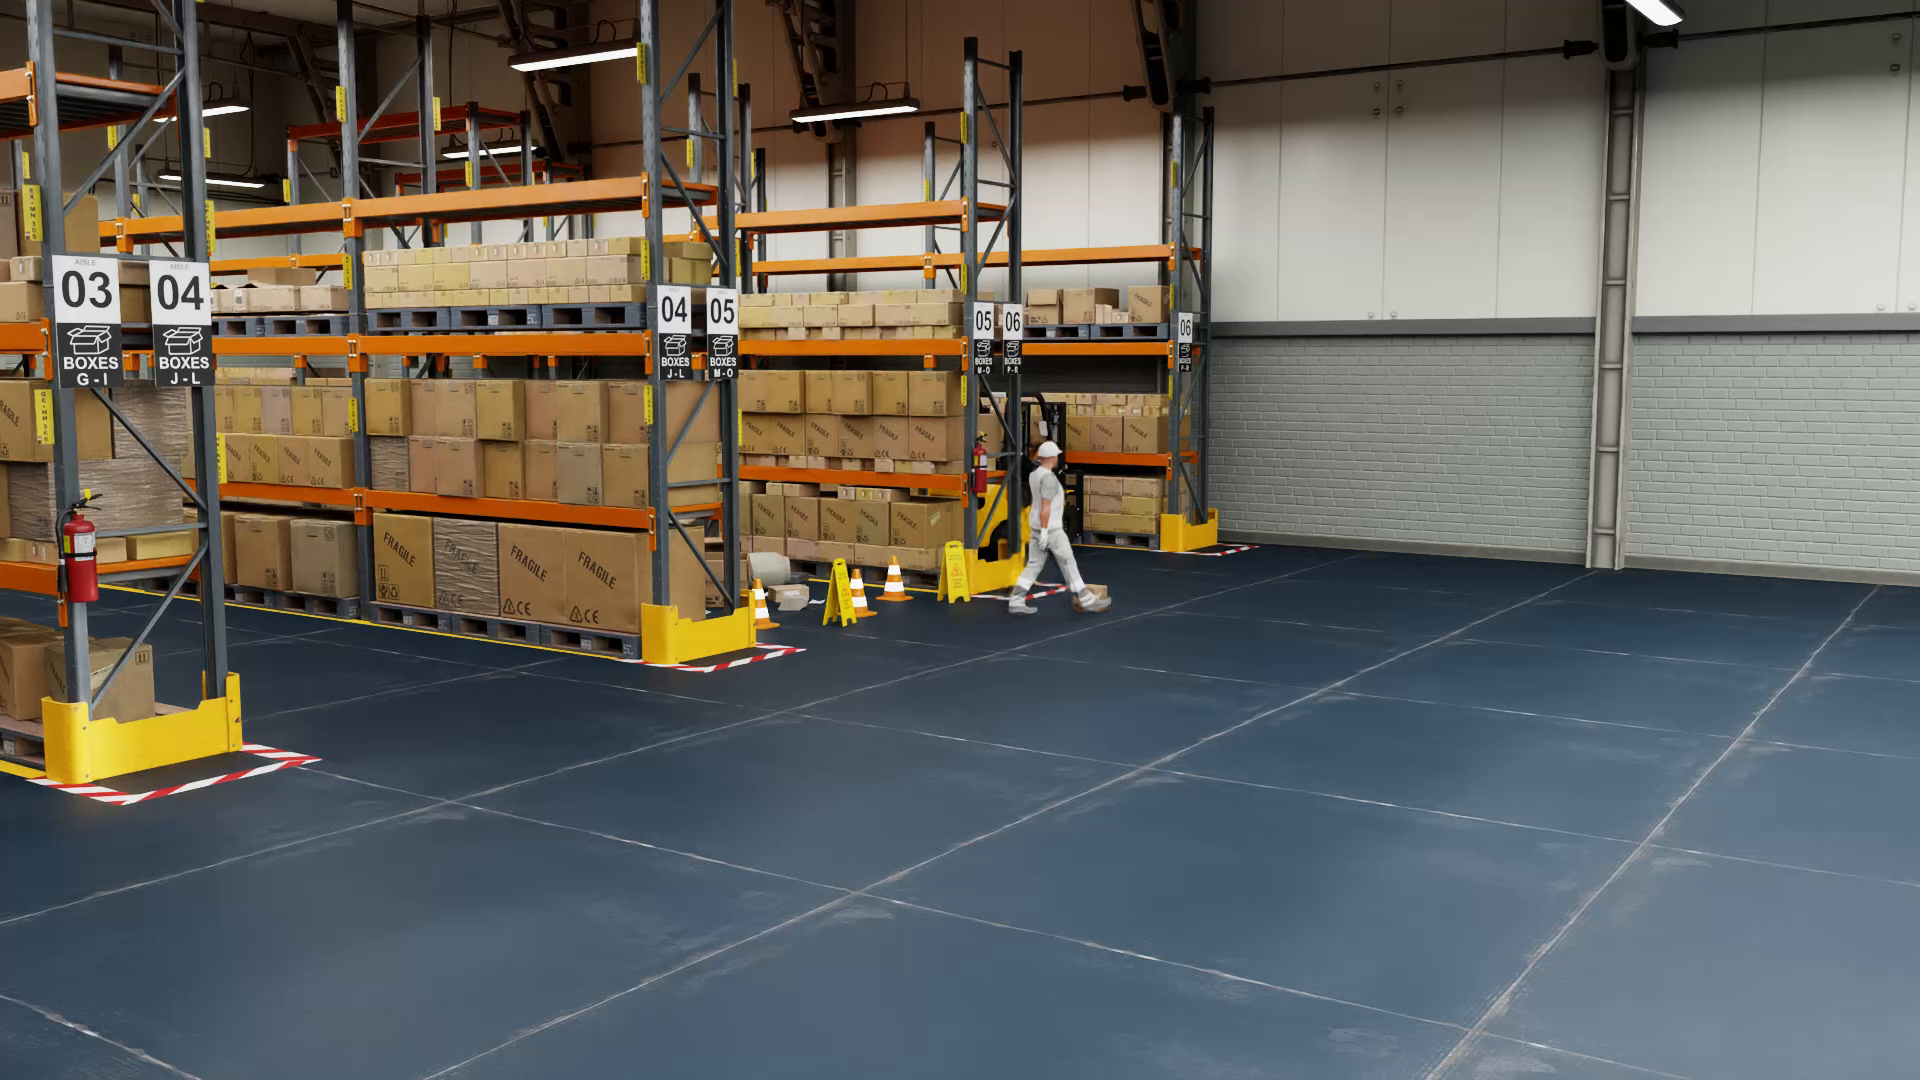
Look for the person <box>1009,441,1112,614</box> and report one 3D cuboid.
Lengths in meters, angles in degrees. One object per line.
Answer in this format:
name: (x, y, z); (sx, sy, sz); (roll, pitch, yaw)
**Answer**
person: (0.999, -0.128, 16.689); (1.016, 1.729, 0.574); (-2, 7, -21)
